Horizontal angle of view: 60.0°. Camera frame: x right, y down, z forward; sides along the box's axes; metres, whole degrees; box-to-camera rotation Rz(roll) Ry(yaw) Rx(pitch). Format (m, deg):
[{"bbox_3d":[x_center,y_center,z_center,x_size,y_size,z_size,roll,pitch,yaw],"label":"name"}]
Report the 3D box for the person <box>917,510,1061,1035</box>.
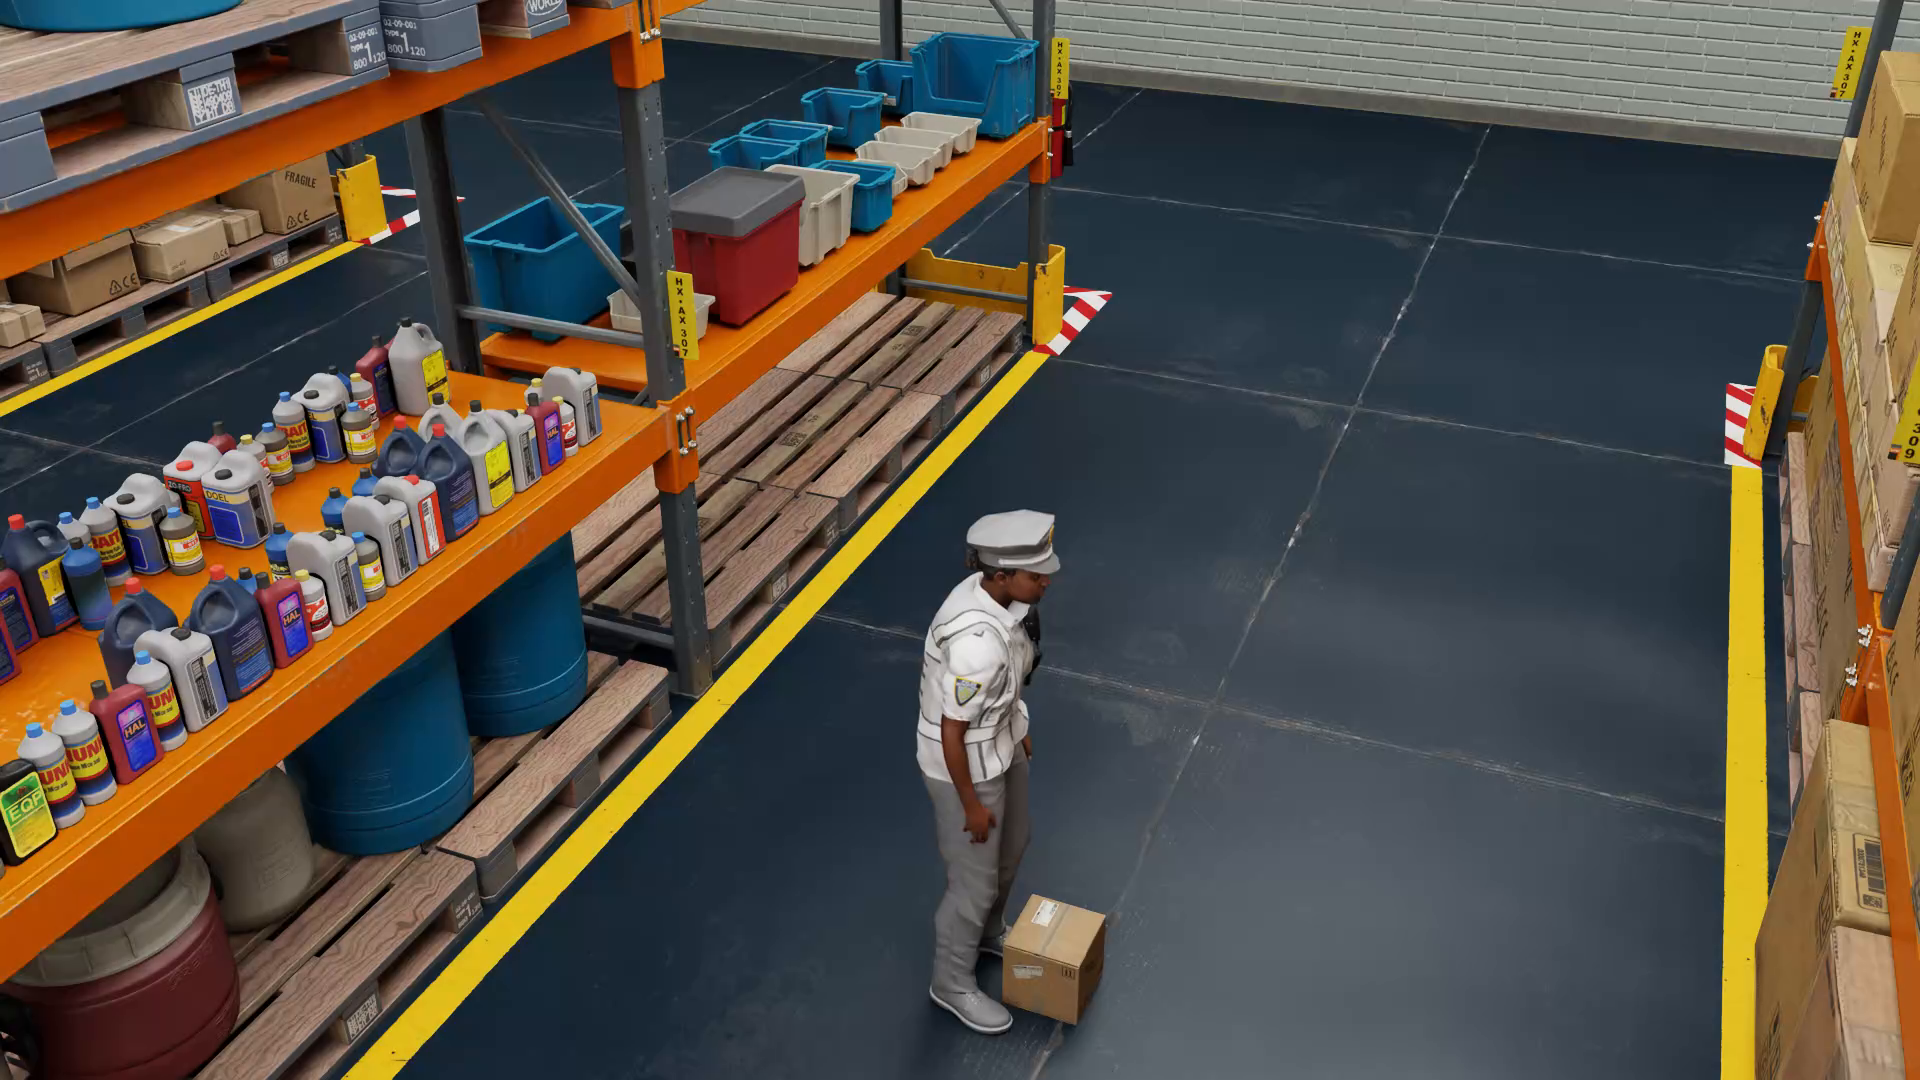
[{"bbox_3d":[0.078,0.668,4.959,0.393,1.663,0.528,10,31,17],"label":"person"}]
